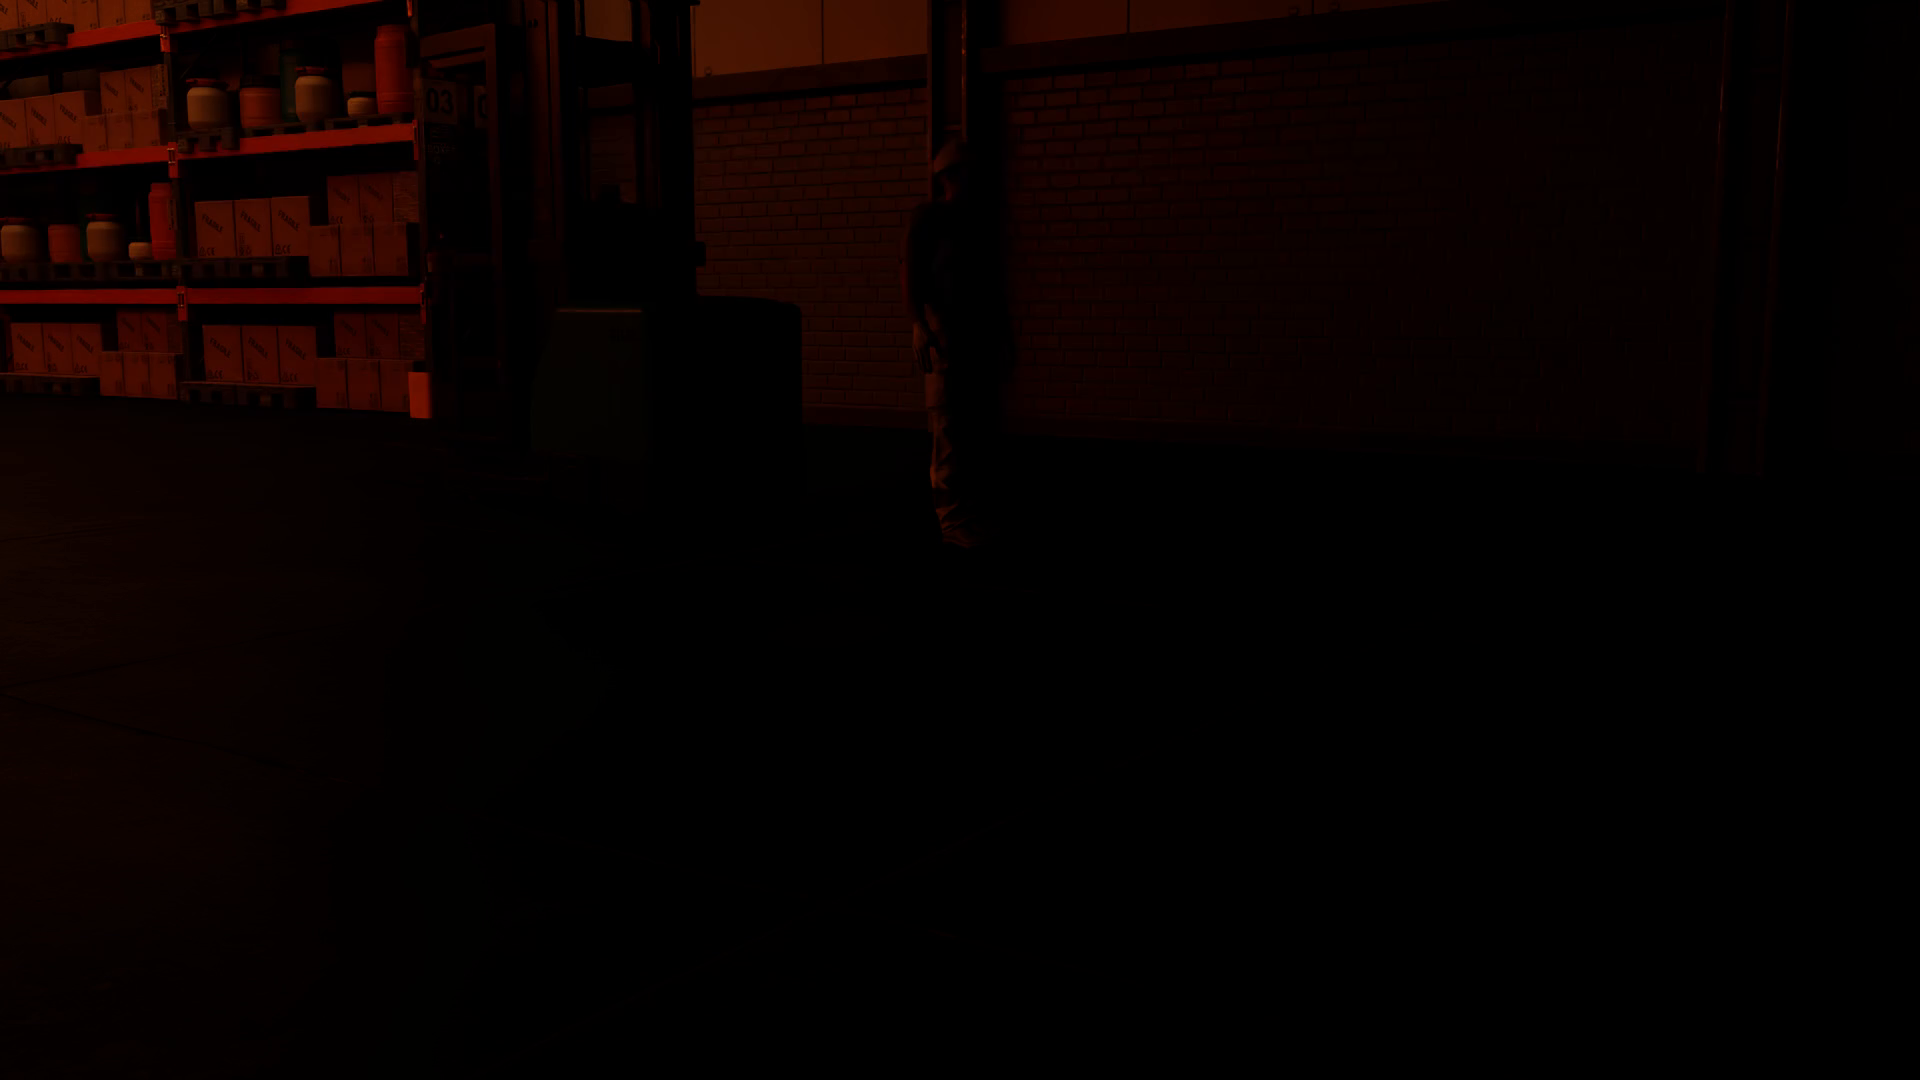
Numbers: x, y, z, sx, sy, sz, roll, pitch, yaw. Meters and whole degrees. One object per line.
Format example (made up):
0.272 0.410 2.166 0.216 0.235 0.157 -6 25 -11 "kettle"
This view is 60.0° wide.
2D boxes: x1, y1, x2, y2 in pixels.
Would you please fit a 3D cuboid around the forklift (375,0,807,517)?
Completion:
-2.243 -1.714 9.248 3.031 2.935 1.130 7 11 42 "forklift"

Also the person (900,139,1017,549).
0.073 -0.880 7.407 0.590 1.791 0.634 7 11 42 "person"
